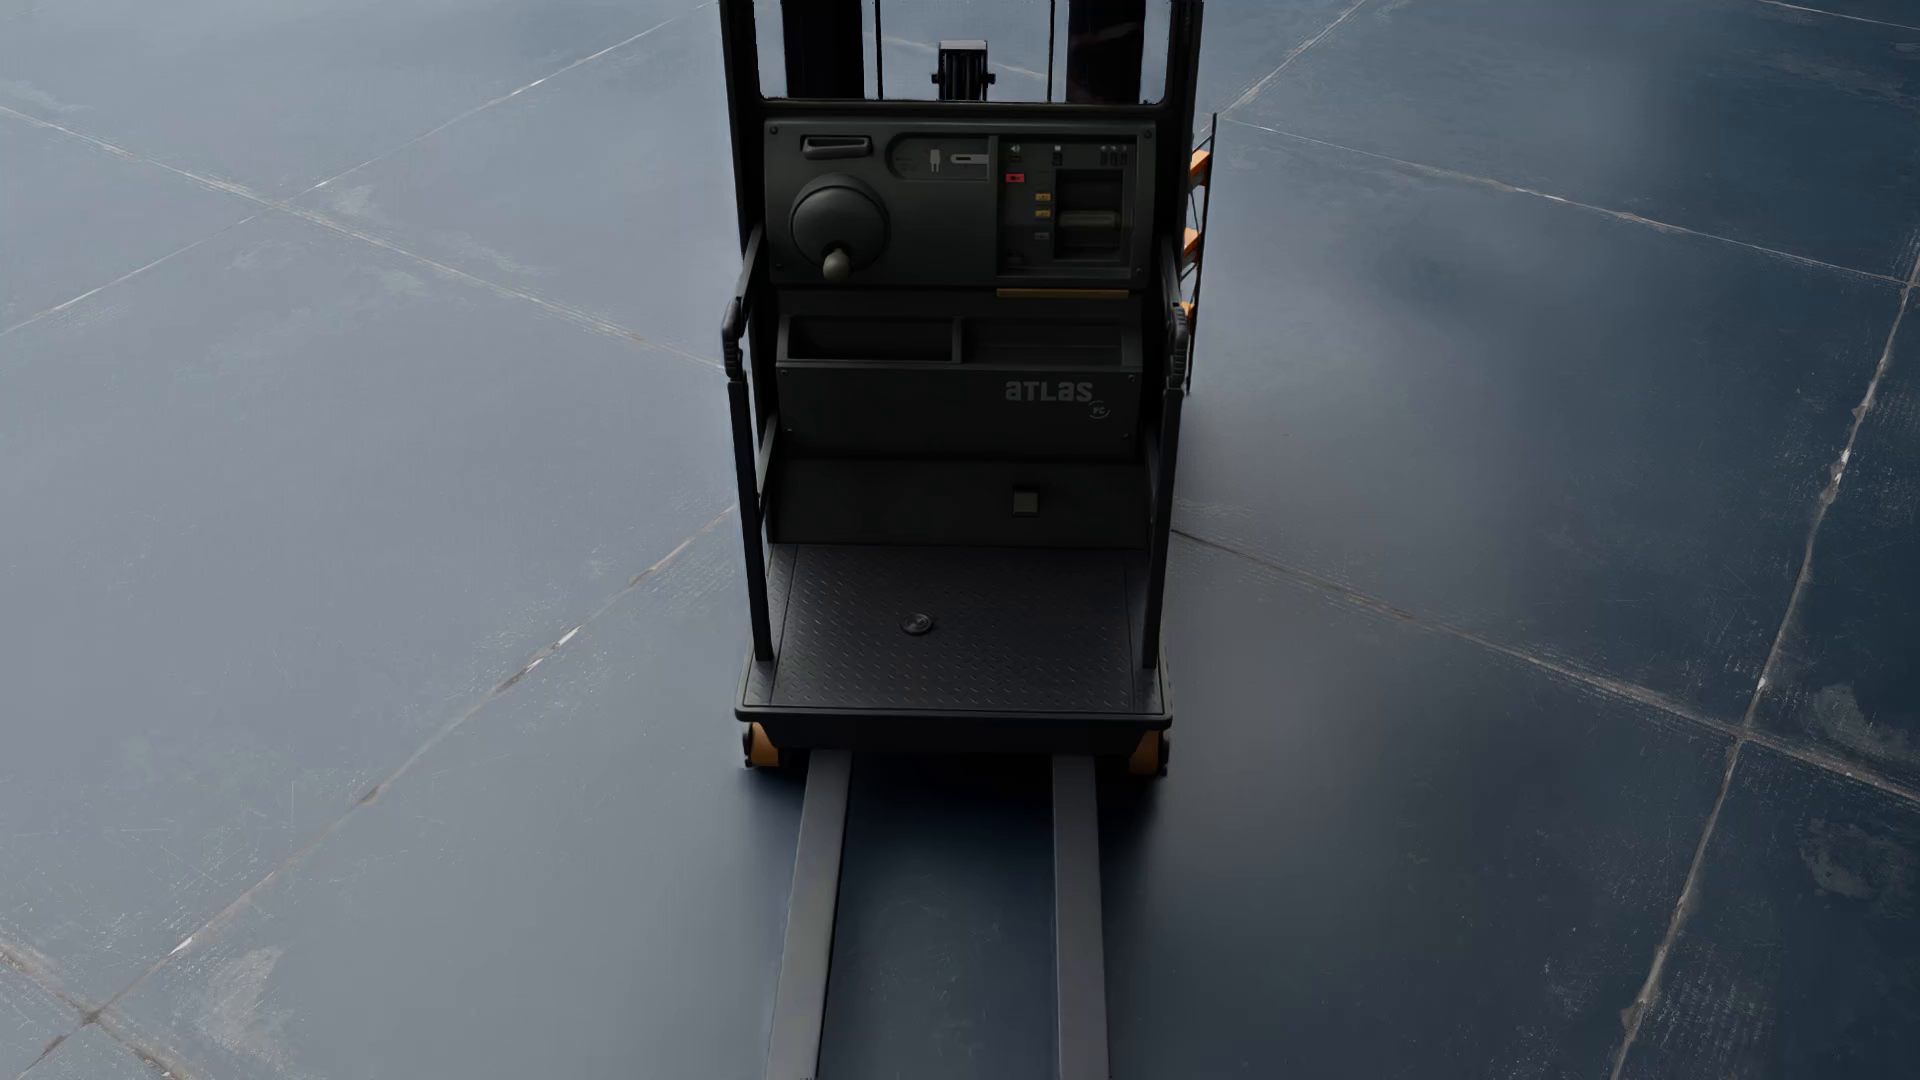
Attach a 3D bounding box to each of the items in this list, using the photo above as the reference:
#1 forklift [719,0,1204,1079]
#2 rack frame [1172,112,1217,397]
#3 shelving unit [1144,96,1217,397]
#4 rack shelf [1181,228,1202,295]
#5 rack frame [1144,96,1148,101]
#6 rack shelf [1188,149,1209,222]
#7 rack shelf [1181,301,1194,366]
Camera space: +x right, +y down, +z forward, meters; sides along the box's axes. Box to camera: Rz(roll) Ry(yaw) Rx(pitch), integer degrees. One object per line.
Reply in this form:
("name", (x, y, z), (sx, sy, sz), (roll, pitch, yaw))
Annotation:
("forklift", (-0.005, -0.735, 3.802), (1.130, 2.935, 3.031), (1, 38, 1))
("rack frame", (0.767, -0.895, 5.552), (0.008, 1.050, 0.200), (20, 42, 24))
("shelving unit", (0.662, -0.933, 5.601), (0.252, 1.050, 0.215), (20, 42, 24))
("rack shelf", (0.662, -0.925, 5.607), (0.240, 0.259, 0.215), (20, 42, 24))
("rack frame", (0.556, -0.971, 5.650), (0.008, 1.050, 0.200), (20, 42, 24))
("rack shelf", (0.662, -1.149, 5.434), (0.240, 0.259, 0.215), (20, 42, 24))
("rack shelf", (0.662, -0.705, 5.777), (0.240, 0.259, 0.215), (20, 42, 24))
